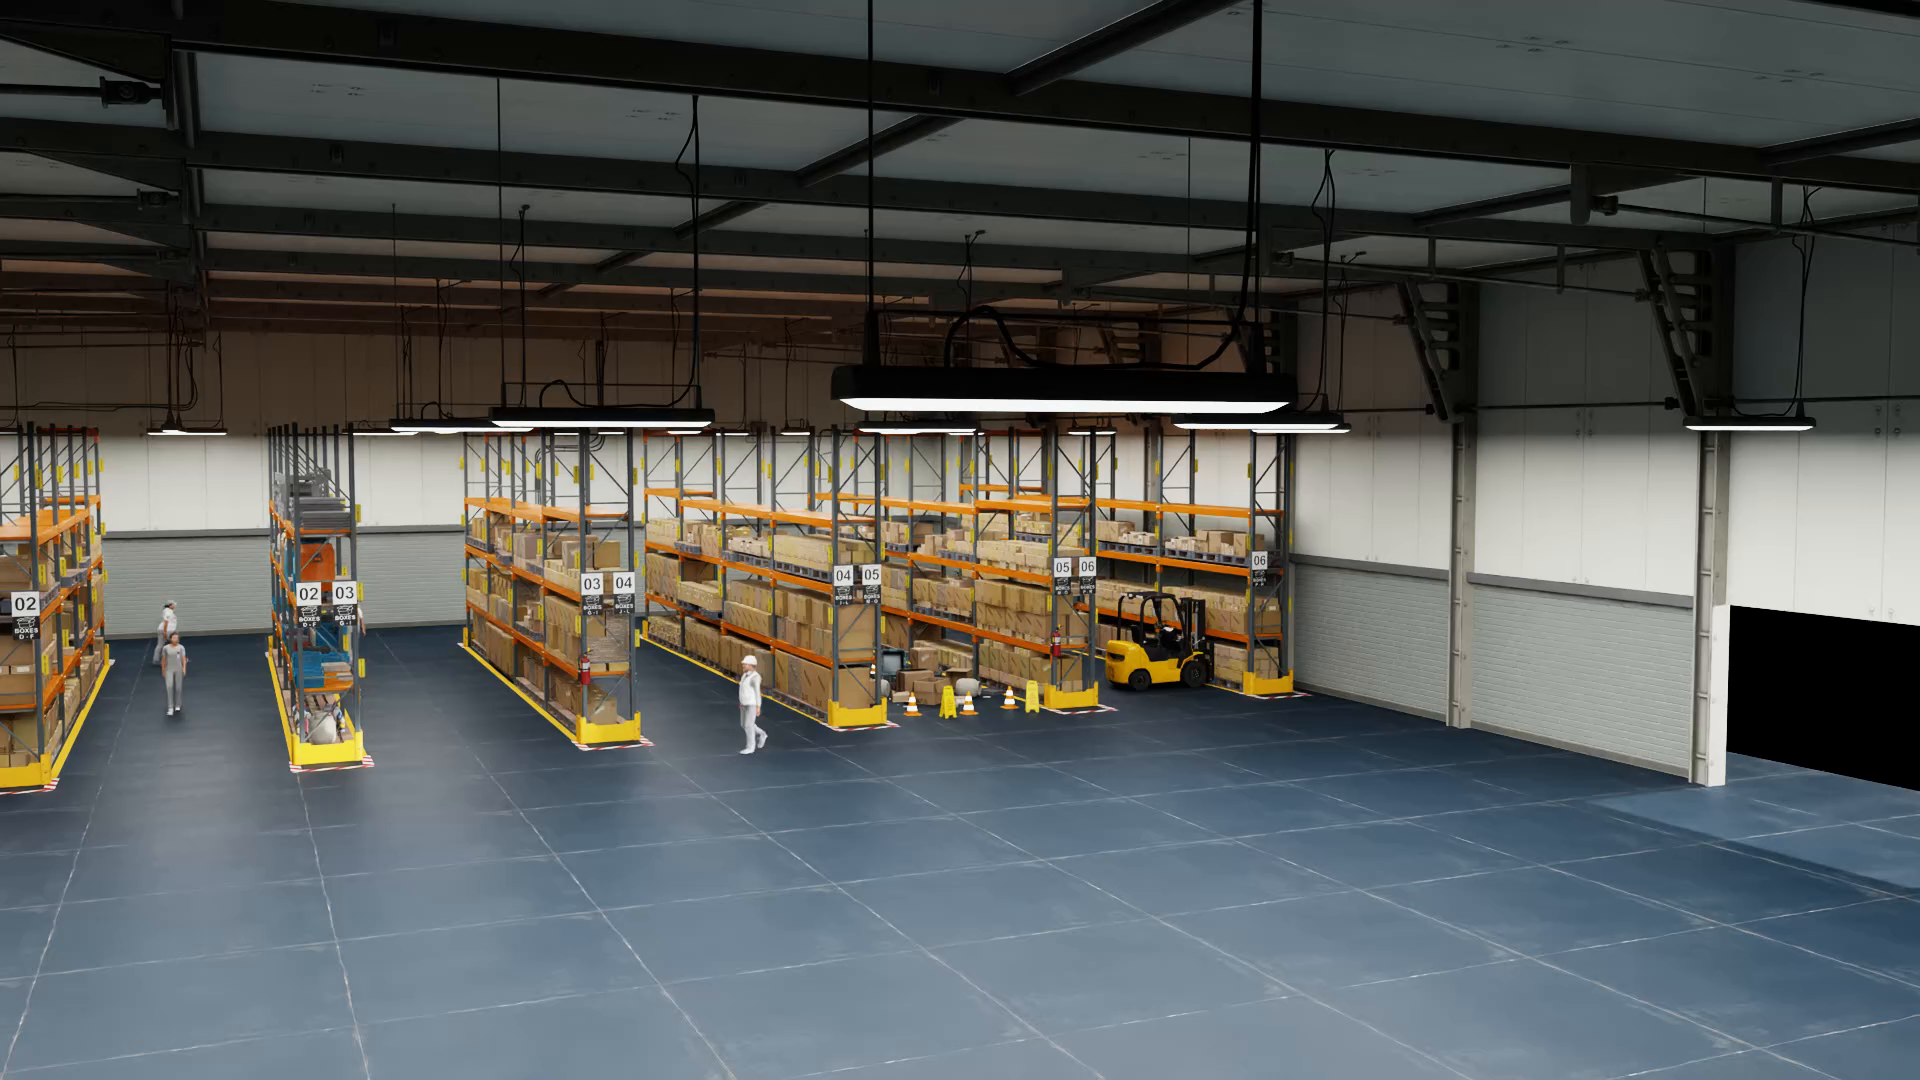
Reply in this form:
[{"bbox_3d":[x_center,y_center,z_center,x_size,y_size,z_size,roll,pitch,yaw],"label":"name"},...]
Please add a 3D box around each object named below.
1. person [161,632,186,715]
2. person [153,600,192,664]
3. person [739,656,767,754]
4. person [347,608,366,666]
[{"bbox_3d":[-16.394,2.782,34.714,0.464,1.691,0.676,-2,4,-31],"label":"person"},{"bbox_3d":[-20.080,2.316,42.247,0.478,1.605,0.917,2,4,30],"label":"person"},{"bbox_3d":[-3.772,2.980,30.310,0.677,1.766,0.534,-2,4,-32],"label":"person"},{"bbox_3d":[-15.351,2.279,41.938,0.638,1.705,1.088,-2,4,-33],"label":"person"}]
